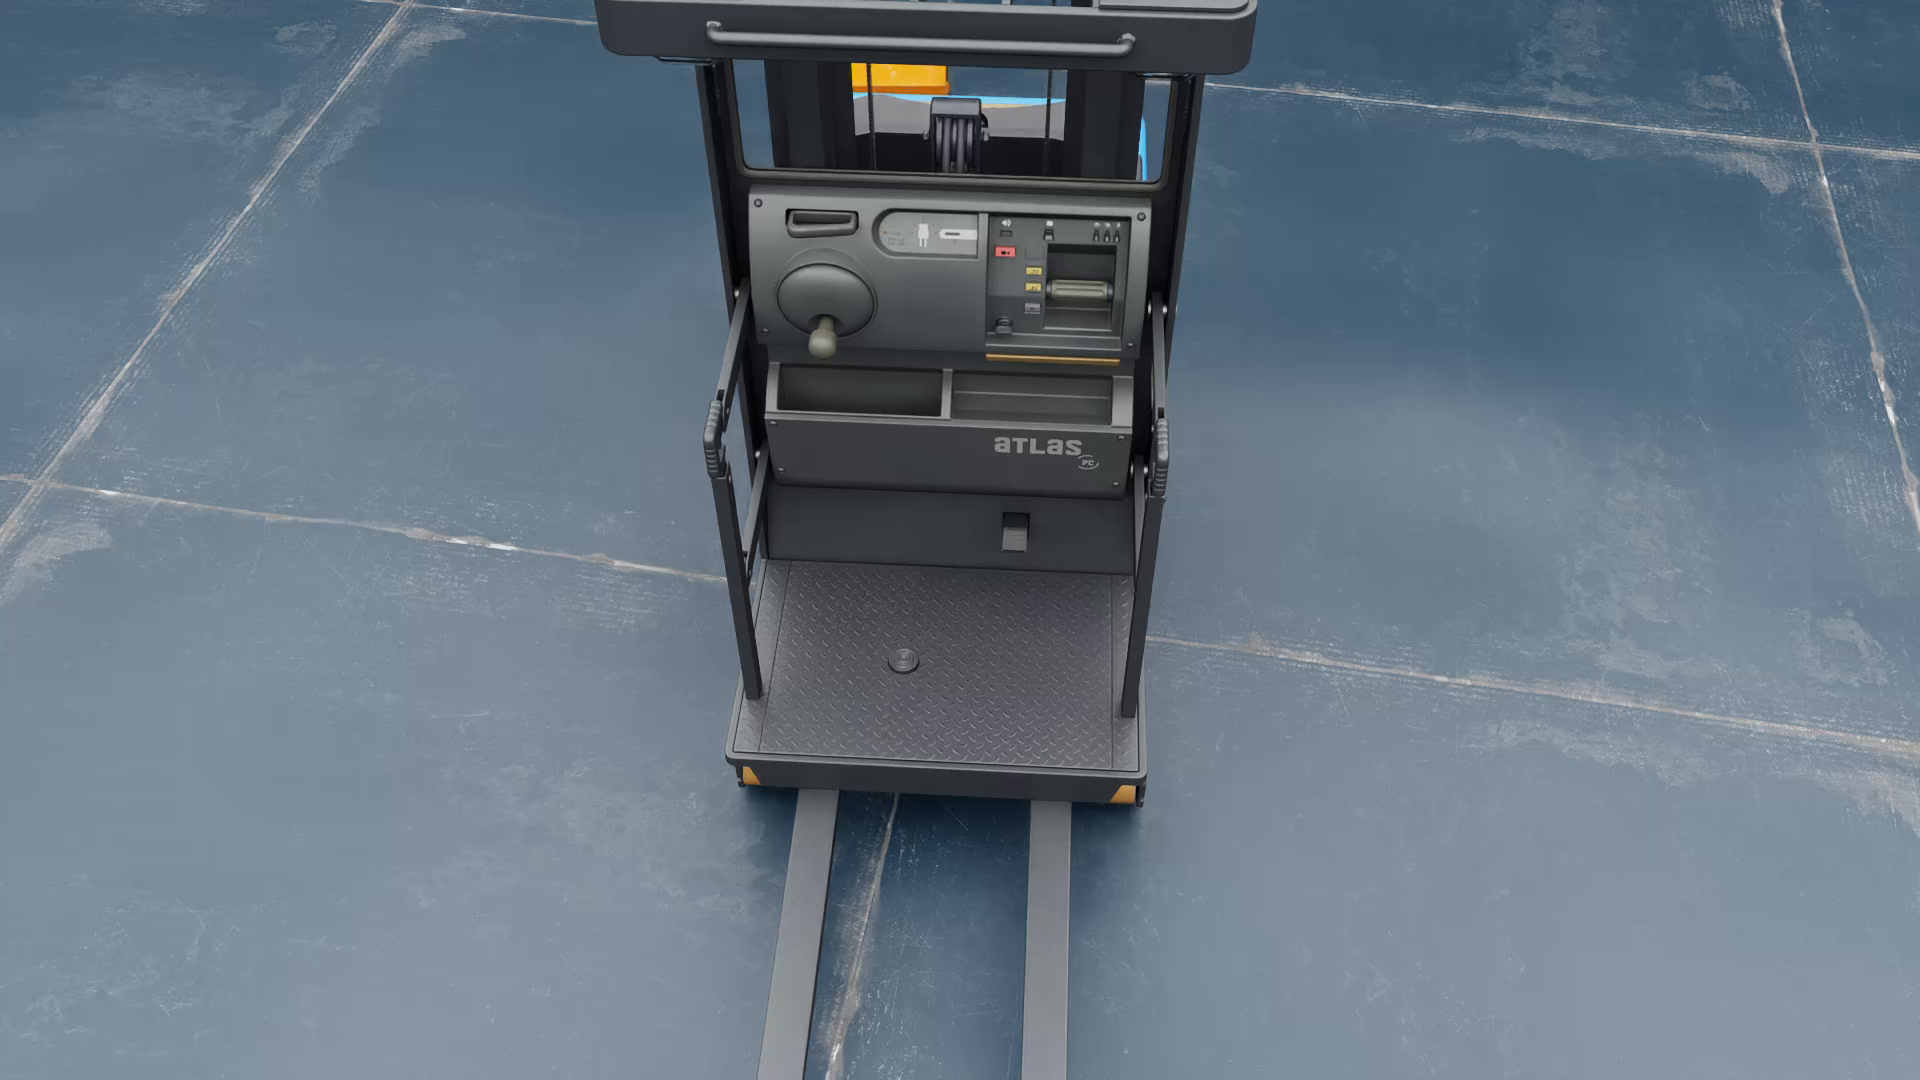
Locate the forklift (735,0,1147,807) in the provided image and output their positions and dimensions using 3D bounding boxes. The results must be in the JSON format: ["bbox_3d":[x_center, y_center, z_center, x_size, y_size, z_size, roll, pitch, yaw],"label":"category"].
[{"bbox_3d":[-0.005,-0.897,4.128,1.129,2.867,1.939,3,48,2],"label":"forklift"}]

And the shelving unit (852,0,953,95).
[{"bbox_3d":[-0.273,-1.175,5.499,0.503,1.200,0.258,0,48,0],"label":"shelving unit"}]

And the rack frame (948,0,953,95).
[{"bbox_3d":[-0.029,-1.176,5.500,0.015,1.200,0.240,0,48,0],"label":"rack frame"}]

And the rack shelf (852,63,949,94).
[{"bbox_3d":[-0.273,-1.438,5.207,0.480,0.148,0.258,0,48,0],"label":"rack shelf"}]
